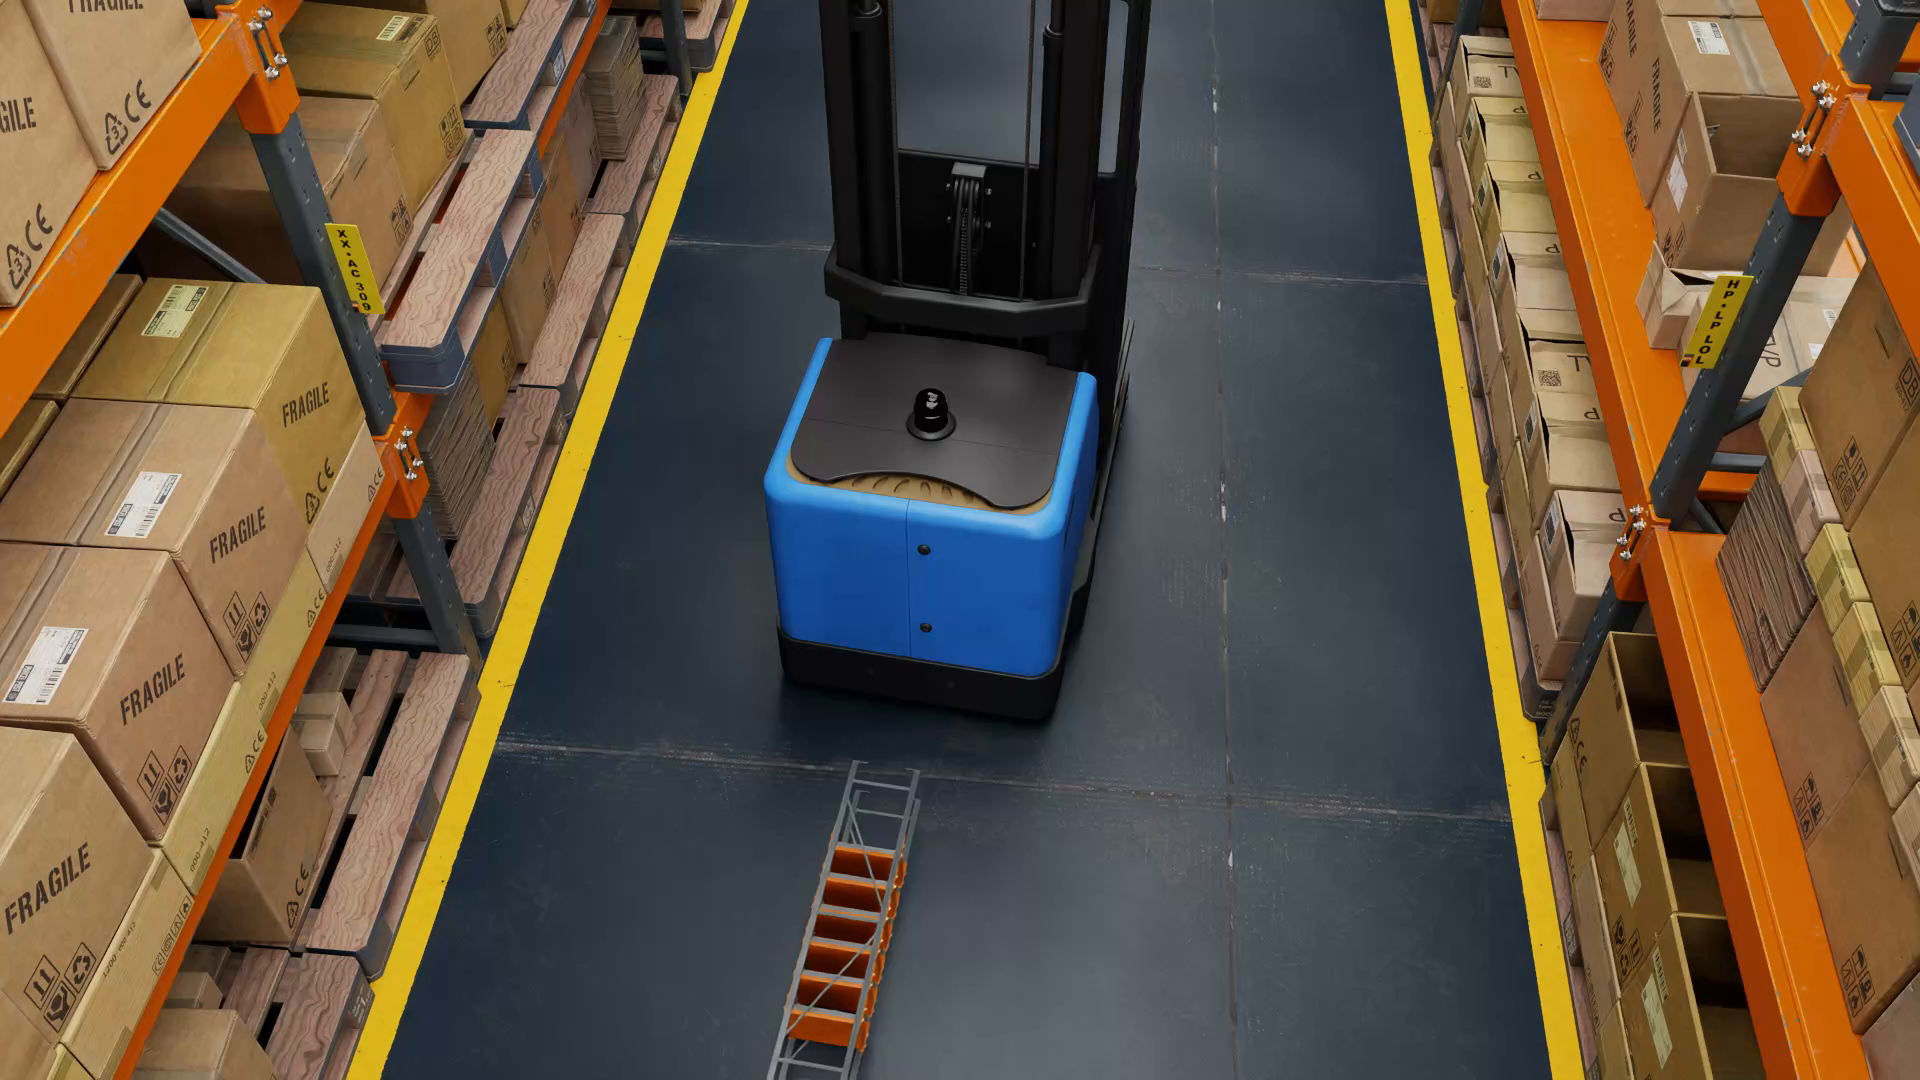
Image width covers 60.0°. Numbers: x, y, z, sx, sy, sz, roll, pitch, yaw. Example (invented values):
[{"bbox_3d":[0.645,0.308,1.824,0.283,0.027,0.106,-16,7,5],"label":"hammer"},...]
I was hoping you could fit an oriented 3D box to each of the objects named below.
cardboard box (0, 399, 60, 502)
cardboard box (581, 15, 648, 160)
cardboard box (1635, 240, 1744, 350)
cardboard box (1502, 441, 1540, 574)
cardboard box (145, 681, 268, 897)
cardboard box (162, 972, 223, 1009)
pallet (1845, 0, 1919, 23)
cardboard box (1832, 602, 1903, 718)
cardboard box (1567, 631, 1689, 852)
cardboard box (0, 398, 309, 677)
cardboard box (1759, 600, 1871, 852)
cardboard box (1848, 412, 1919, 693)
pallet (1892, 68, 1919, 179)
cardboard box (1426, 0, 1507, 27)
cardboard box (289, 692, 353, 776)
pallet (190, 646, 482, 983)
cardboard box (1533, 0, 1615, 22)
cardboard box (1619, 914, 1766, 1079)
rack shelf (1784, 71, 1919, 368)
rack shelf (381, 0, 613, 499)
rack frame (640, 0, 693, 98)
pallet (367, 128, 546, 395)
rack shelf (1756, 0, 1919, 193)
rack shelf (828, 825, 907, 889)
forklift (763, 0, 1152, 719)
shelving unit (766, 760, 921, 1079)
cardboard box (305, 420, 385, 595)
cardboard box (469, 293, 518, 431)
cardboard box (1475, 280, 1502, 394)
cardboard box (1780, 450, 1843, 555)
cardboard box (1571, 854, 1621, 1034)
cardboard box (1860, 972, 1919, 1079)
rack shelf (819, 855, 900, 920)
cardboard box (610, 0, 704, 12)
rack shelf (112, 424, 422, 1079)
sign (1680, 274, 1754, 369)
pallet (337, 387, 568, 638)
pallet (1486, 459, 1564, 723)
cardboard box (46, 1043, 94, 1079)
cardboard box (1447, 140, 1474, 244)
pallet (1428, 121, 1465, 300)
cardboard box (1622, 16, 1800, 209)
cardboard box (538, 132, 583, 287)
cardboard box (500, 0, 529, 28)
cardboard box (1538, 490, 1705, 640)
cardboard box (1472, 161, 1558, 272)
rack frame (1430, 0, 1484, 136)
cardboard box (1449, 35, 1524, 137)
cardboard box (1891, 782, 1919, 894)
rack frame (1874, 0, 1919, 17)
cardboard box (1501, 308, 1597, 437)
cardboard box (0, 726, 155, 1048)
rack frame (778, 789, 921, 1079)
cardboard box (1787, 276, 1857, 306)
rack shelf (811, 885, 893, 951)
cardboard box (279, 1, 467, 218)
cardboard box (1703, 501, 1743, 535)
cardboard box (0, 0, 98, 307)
[{"bbox_3d":[-2.620,-0.030,4.350,0.500,0.500,0.500,4,48,3],"label":"cardboard box"},{"bbox_3d":[-1.967,-2.244,8.191,0.700,0.500,0.500,4,48,4],"label":"cardboard box"},{"bbox_3d":[2.512,-0.815,5.579,0.396,0.266,0.258,3,48,3],"label":"cardboard box"},{"bbox_3d":[2.412,-0.111,6.424,0.500,0.250,0.500,3,48,3],"label":"cardboard box"},{"bbox_3d":[-2.144,0.617,4.267,0.500,0.250,0.500,4,48,3],"label":"cardboard box"},{"bbox_3d":[-2.484,1.456,5.046,0.380,0.149,0.250,0,48,0],"label":"cardboard box"},{"bbox_3d":[2.683,-1.798,4.485,0.805,0.209,1.217,2,48,2],"label":"pallet"},{"bbox_3d":[2.331,0.297,3.964,0.380,0.149,0.250,3,48,3],"label":"cardboard box"},{"bbox_3d":[2.261,0.651,5.218,0.500,0.500,0.500,4,48,4],"label":"cardboard box"},{"bbox_3d":[-2.093,-0.006,4.328,0.500,0.500,0.500,4,48,3],"label":"cardboard box"},{"bbox_3d":[2.539,0.479,4.237,0.700,0.500,0.500,3,48,3],"label":"cardboard box"},{"bbox_3d":[2.536,0.025,3.774,0.700,0.500,0.500,4,48,3],"label":"cardboard box"},{"bbox_3d":[2.563,-0.556,3.278,1.003,0.211,1.213,4,48,4],"label":"pallet"},{"bbox_3d":[2.831,-3.149,9.019,0.500,0.500,0.500,6,48,5],"label":"cardboard box"},{"bbox_3d":[-2.337,0.671,5.751,0.380,0.166,0.250,-2,48,-2],"label":"cardboard box"},{"bbox_3d":[-2.344,0.905,5.805,1.003,0.211,1.213,4,48,4],"label":"pallet"},{"bbox_3d":[2.705,-2.467,7.060,0.500,0.311,0.500,3,48,3],"label":"cardboard box"},{"bbox_3d":[2.170,1.386,4.546,0.500,0.500,0.500,4,48,4],"label":"cardboard box"},{"bbox_3d":[2.433,0.499,2.742,1.077,0.370,4.000,4,48,4],"label":"rack shelf"},{"bbox_3d":[-2.136,-1.759,6.839,1.077,0.370,4.000,4,48,4],"label":"rack shelf"},{"bbox_3d":[-1.954,-3.471,7.918,1.000,3.000,0.127,4,48,4],"label":"rack frame"},{"bbox_3d":[-2.104,-1.019,5.805,1.003,0.211,1.213,4,48,4],"label":"pallet"},{"bbox_3d":[2.797,-2.441,5.430,1.077,0.370,4.000,4,48,4],"label":"rack shelf"},{"bbox_3d":[-0.312,1.077,5.660,0.258,0.180,0.103,8,48,7],"label":"rack shelf"},{"bbox_3d":[0.126,-1.443,6.109,1.130,2.935,3.031,9,48,8],"label":"forklift"},{"bbox_3d":[-0.363,1.284,5.471,0.258,0.189,1.200,8,48,7],"label":"shelving unit"},{"bbox_3d":[-2.060,-0.120,4.941,0.500,0.250,0.500,4,48,4],"label":"cardboard box"},{"bbox_3d":[-2.271,-0.762,6.836,0.700,0.500,0.500,3,48,3],"label":"cardboard box"},{"bbox_3d":[2.506,-0.861,7.109,0.500,0.250,0.500,5,48,4],"label":"cardboard box"},{"bbox_3d":[2.375,-0.085,4.314,0.380,0.149,0.250,5,48,4],"label":"cardboard box"},{"bbox_3d":[2.220,1.272,5.158,0.500,0.250,0.500,4,48,4],"label":"cardboard box"},{"bbox_3d":[2.444,1.224,3.556,0.700,0.500,0.500,5,48,5],"label":"cardboard box"},{"bbox_3d":[-0.334,1.164,5.580,0.258,0.180,0.103,8,48,7],"label":"rack shelf"},{"bbox_3d":[-1.756,-3.419,9.043,0.750,0.750,0.750,3,48,3],"label":"cardboard box"},{"bbox_3d":[-2.501,1.180,4.151,1.077,0.370,4.000,4,48,4],"label":"rack shelf"},{"bbox_3d":[2.074,-0.595,4.556,0.100,0.325,0.005,4,48,4],"label":"sign"},{"bbox_3d":[-2.249,-0.163,6.782,1.003,0.211,1.213,4,48,4],"label":"pallet"},{"bbox_3d":[2.643,0.195,6.454,1.003,0.211,1.213,4,48,4],"label":"pallet"},{"bbox_3d":[-2.237,1.358,3.590,0.500,0.250,0.500,3,48,3],"label":"cardboard box"},{"bbox_3d":[2.594,-1.620,7.804,0.500,0.250,0.500,3,48,2],"label":"cardboard box"},{"bbox_3d":[2.866,-1.597,8.094,1.003,0.211,1.213,4,48,4],"label":"pallet"},{"bbox_3d":[2.795,-1.554,6.096,0.500,0.500,0.500,4,48,4],"label":"cardboard box"},{"bbox_3d":[-2.147,-1.506,7.516,0.700,0.500,0.500,4,48,3],"label":"cardboard box"},{"bbox_3d":[-2.078,-2.390,6.564,0.700,0.500,0.500,4,48,4],"label":"cardboard box"},{"bbox_3d":[2.366,0.079,5.870,0.500,0.311,0.500,4,48,4],"label":"cardboard box"},{"bbox_3d":[2.551,-1.418,7.238,0.500,0.311,0.500,3,48,2],"label":"cardboard box"},{"bbox_3d":[2.980,-3.141,7.616,1.000,3.000,0.127,4,48,4],"label":"rack frame"},{"bbox_3d":[2.639,-2.179,7.935,0.500,0.311,0.500,5,48,5],"label":"cardboard box"},{"bbox_3d":[2.284,0.677,3.616,0.380,0.149,0.250,3,48,2],"label":"cardboard box"},{"bbox_3d":[2.615,-2.226,2.714,1.000,3.000,0.127,4,48,4],"label":"rack frame"},{"bbox_3d":[2.455,-0.671,6.555,0.500,0.311,0.500,4,48,3],"label":"cardboard box"},{"bbox_3d":[-2.197,0.746,3.641,0.500,0.500,0.500,5,48,5],"label":"cardboard box"},{"bbox_3d":[-0.363,1.345,5.538,0.240,0.006,1.200,8,48,7],"label":"rack frame"},{"bbox_3d":[2.899,-0.754,5.603,0.380,0.149,0.250,4,48,4],"label":"cardboard box"},{"bbox_3d":[-0.355,1.251,5.500,0.258,0.180,0.103,8,48,7],"label":"rack shelf"},{"bbox_3d":[-2.180,-1.496,5.746,0.700,0.500,0.500,8,48,8],"label":"cardboard box"},{"bbox_3d":[2.901,0.108,5.843,0.500,0.311,0.500,4,48,4],"label":"cardboard box"},{"bbox_3d":[-2.177,-0.826,3.385,0.500,0.500,0.500,0,48,0],"label":"cardboard box"}]
